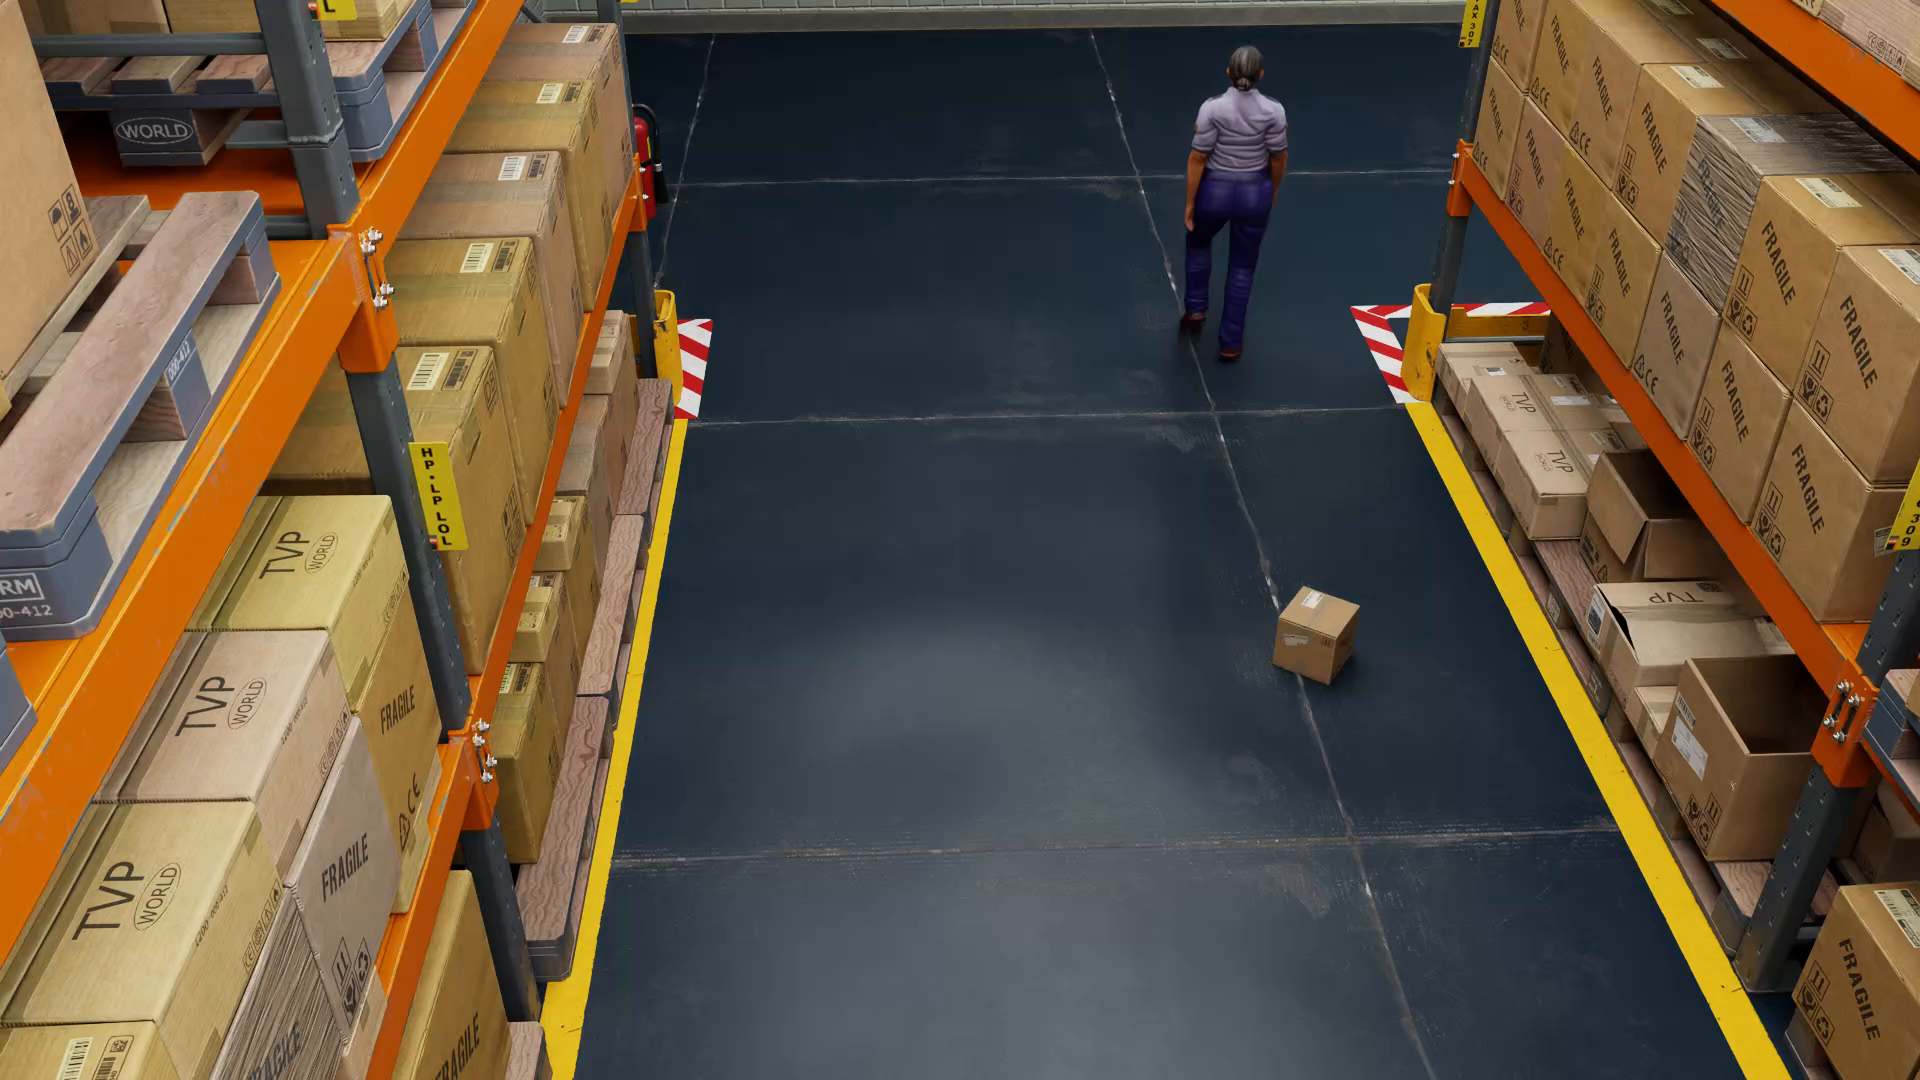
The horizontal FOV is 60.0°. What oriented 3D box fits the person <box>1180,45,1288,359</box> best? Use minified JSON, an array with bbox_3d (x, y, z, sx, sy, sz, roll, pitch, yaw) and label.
[{"bbox_3d":[1.415,-1.743,8.644,0.501,1.719,0.585,4,36,6],"label":"person"}]
